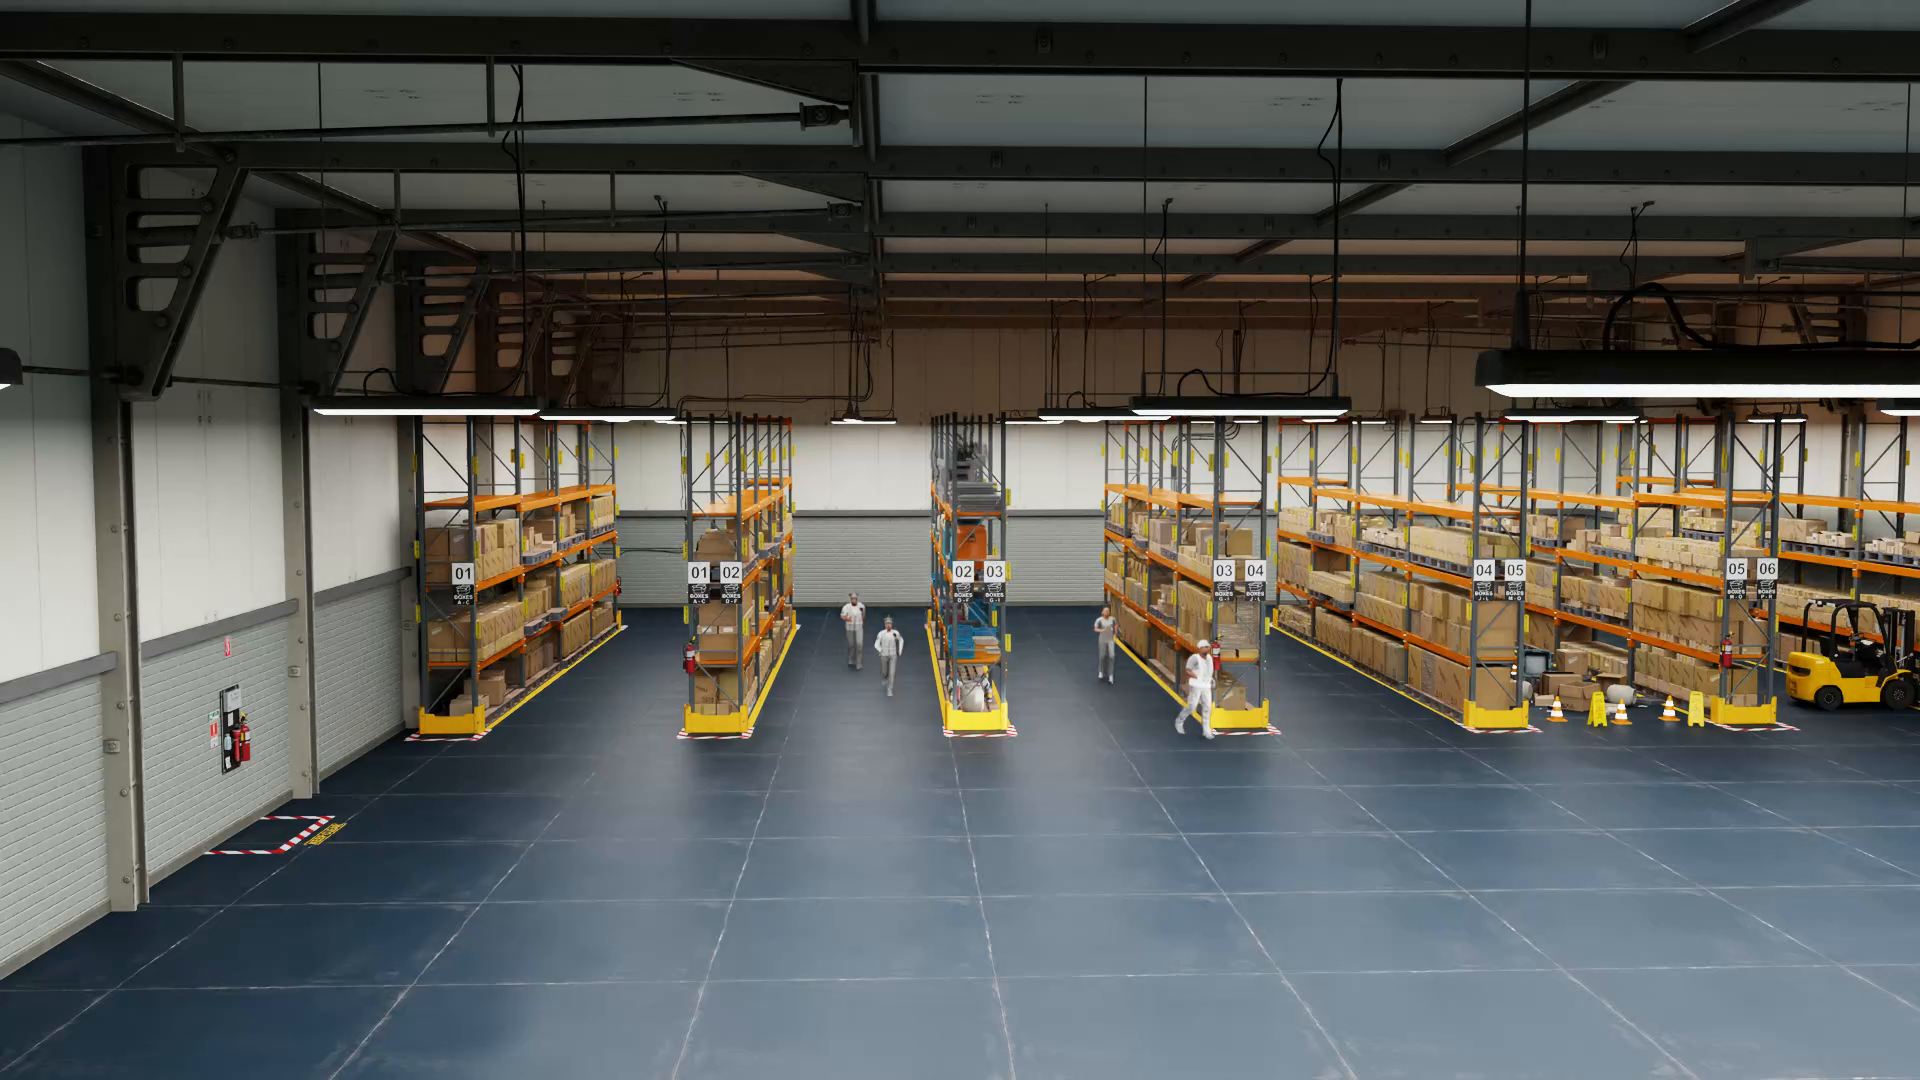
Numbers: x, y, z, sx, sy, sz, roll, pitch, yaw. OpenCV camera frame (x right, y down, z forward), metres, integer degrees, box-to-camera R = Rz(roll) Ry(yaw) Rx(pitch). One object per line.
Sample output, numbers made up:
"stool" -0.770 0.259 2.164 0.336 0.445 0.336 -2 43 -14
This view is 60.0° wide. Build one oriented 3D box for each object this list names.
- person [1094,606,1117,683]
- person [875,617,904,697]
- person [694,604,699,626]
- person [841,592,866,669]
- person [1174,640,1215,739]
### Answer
"person" 3.284 2.331 37.490 0.580 1.731 0.768 0 4 -7
"person" -1.504 2.478 35.597 0.632 1.670 0.842 0 4 -4
"person" -6.462 1.988 42.267 0.708 1.735 0.635 -1 4 -10
"person" -2.539 2.138 39.665 0.608 1.813 0.909 0 4 -6
"person" 4.453 2.728 30.727 0.730 1.782 0.900 -3 5 -35
